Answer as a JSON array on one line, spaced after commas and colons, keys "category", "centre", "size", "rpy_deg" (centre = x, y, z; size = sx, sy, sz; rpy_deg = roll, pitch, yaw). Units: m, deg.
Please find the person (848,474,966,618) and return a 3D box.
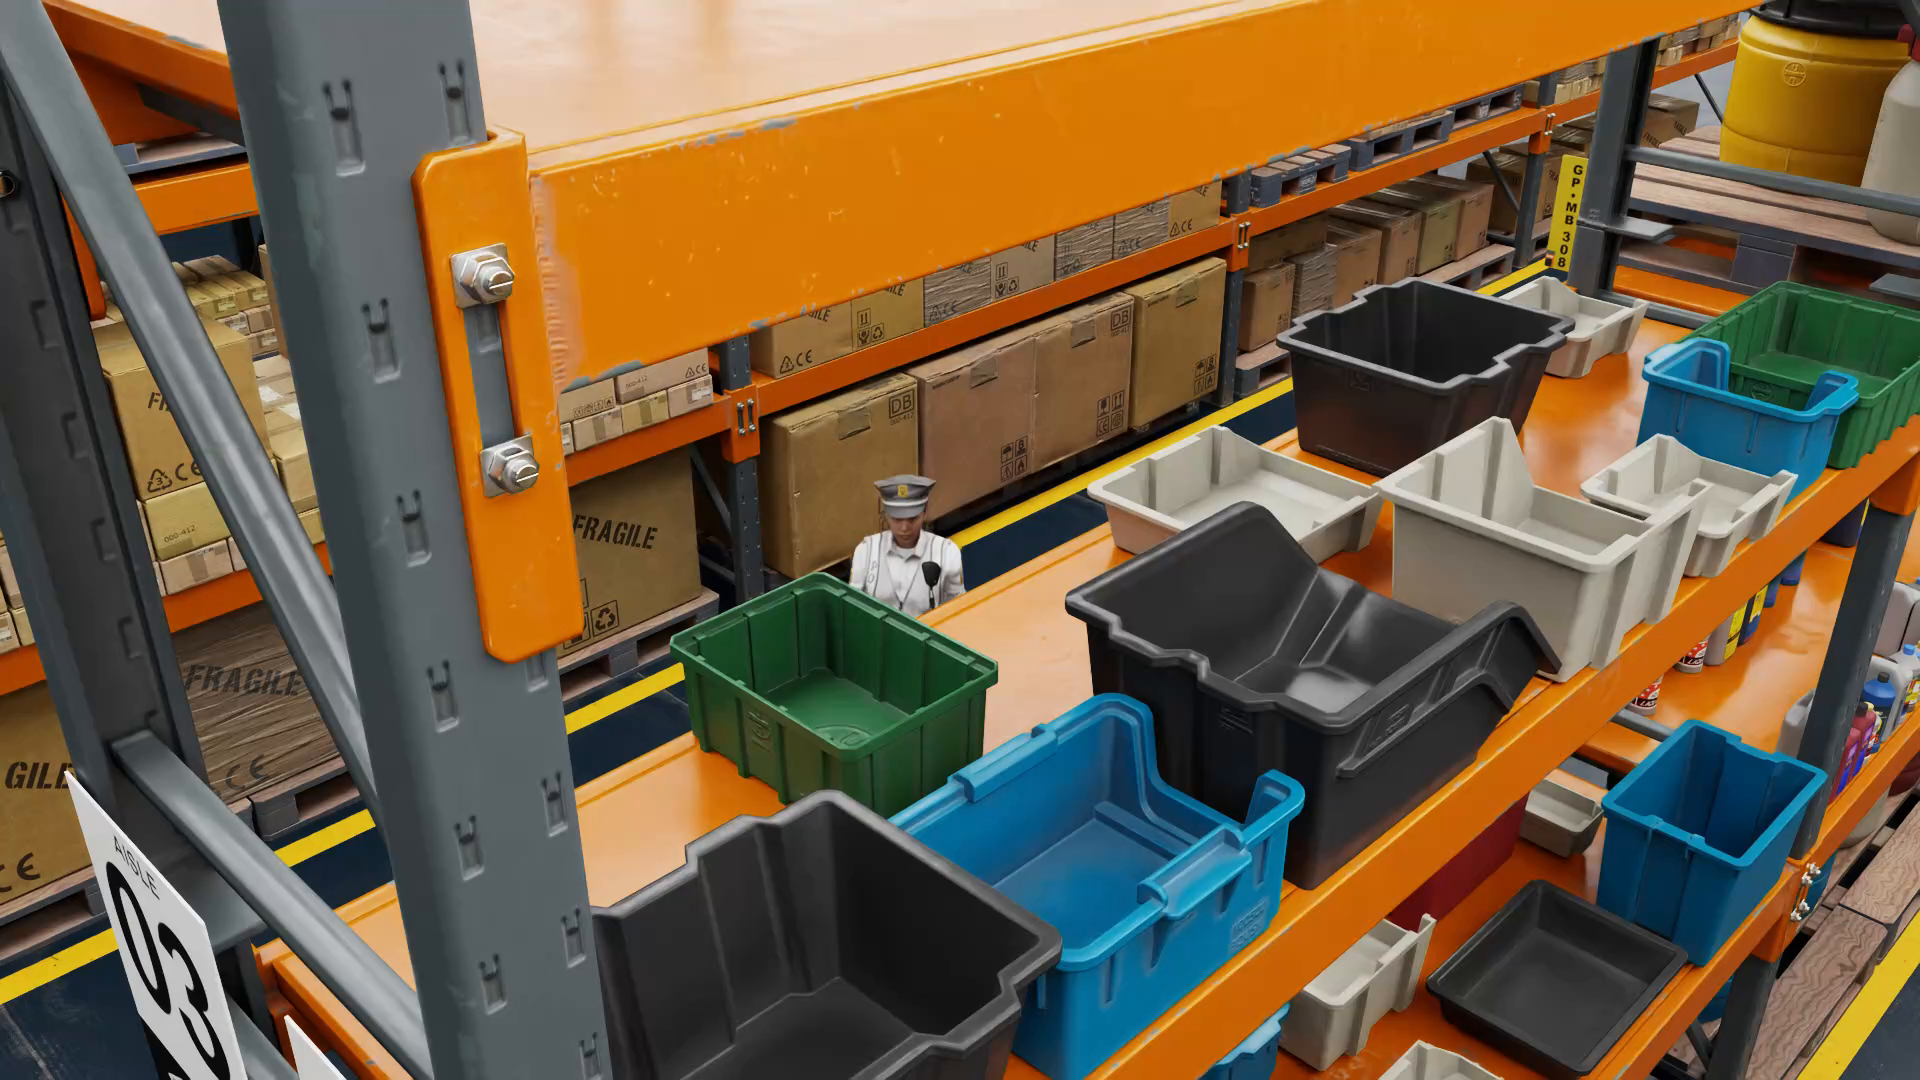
[{"category": "person", "centre": [-0.240, 0.507, 6.647], "size": [0.495, 1.625, 0.985], "rpy_deg": [5, 28, 9]}]
